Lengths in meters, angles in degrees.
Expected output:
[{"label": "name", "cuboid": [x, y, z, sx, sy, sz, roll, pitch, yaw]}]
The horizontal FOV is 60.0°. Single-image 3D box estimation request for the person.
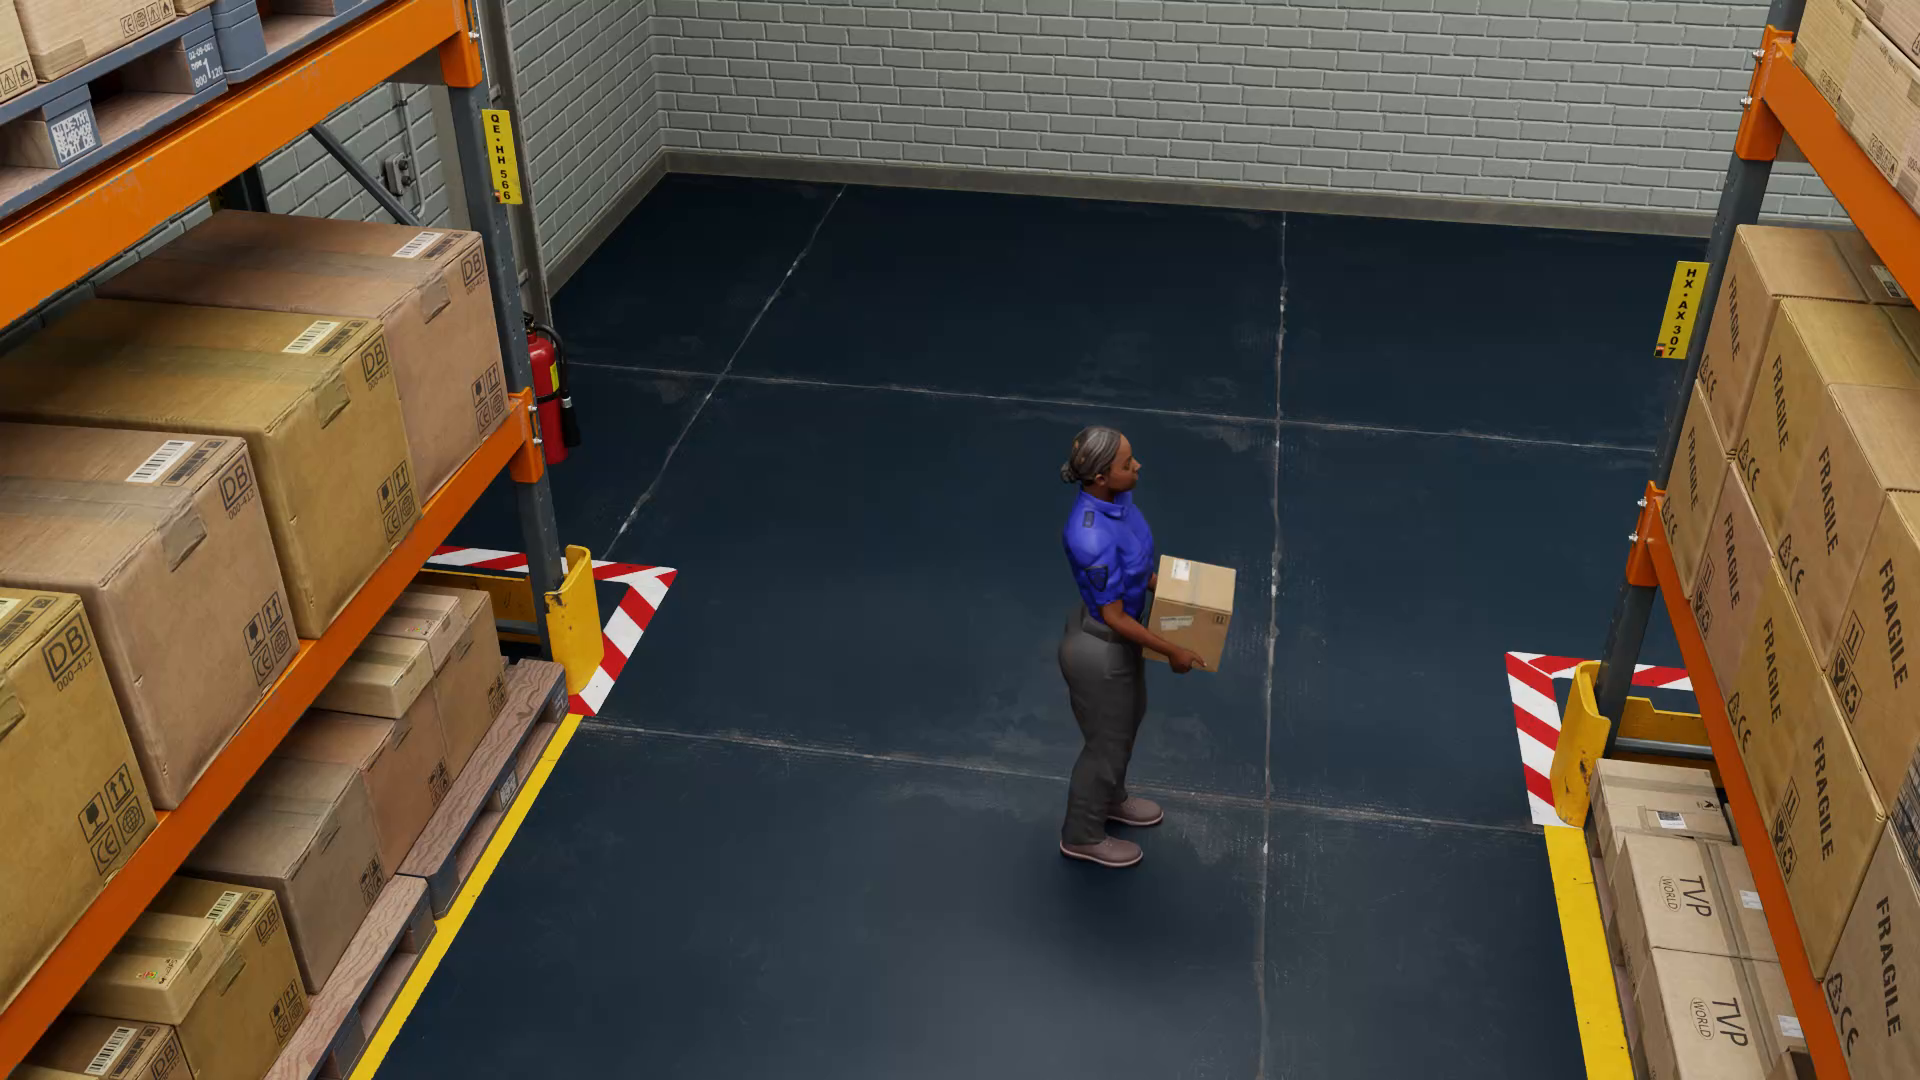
[{"label": "person", "cuboid": [0.569, 0.369, 5.575, 0.517, 1.647, 0.450, 6, 33, 9]}]
